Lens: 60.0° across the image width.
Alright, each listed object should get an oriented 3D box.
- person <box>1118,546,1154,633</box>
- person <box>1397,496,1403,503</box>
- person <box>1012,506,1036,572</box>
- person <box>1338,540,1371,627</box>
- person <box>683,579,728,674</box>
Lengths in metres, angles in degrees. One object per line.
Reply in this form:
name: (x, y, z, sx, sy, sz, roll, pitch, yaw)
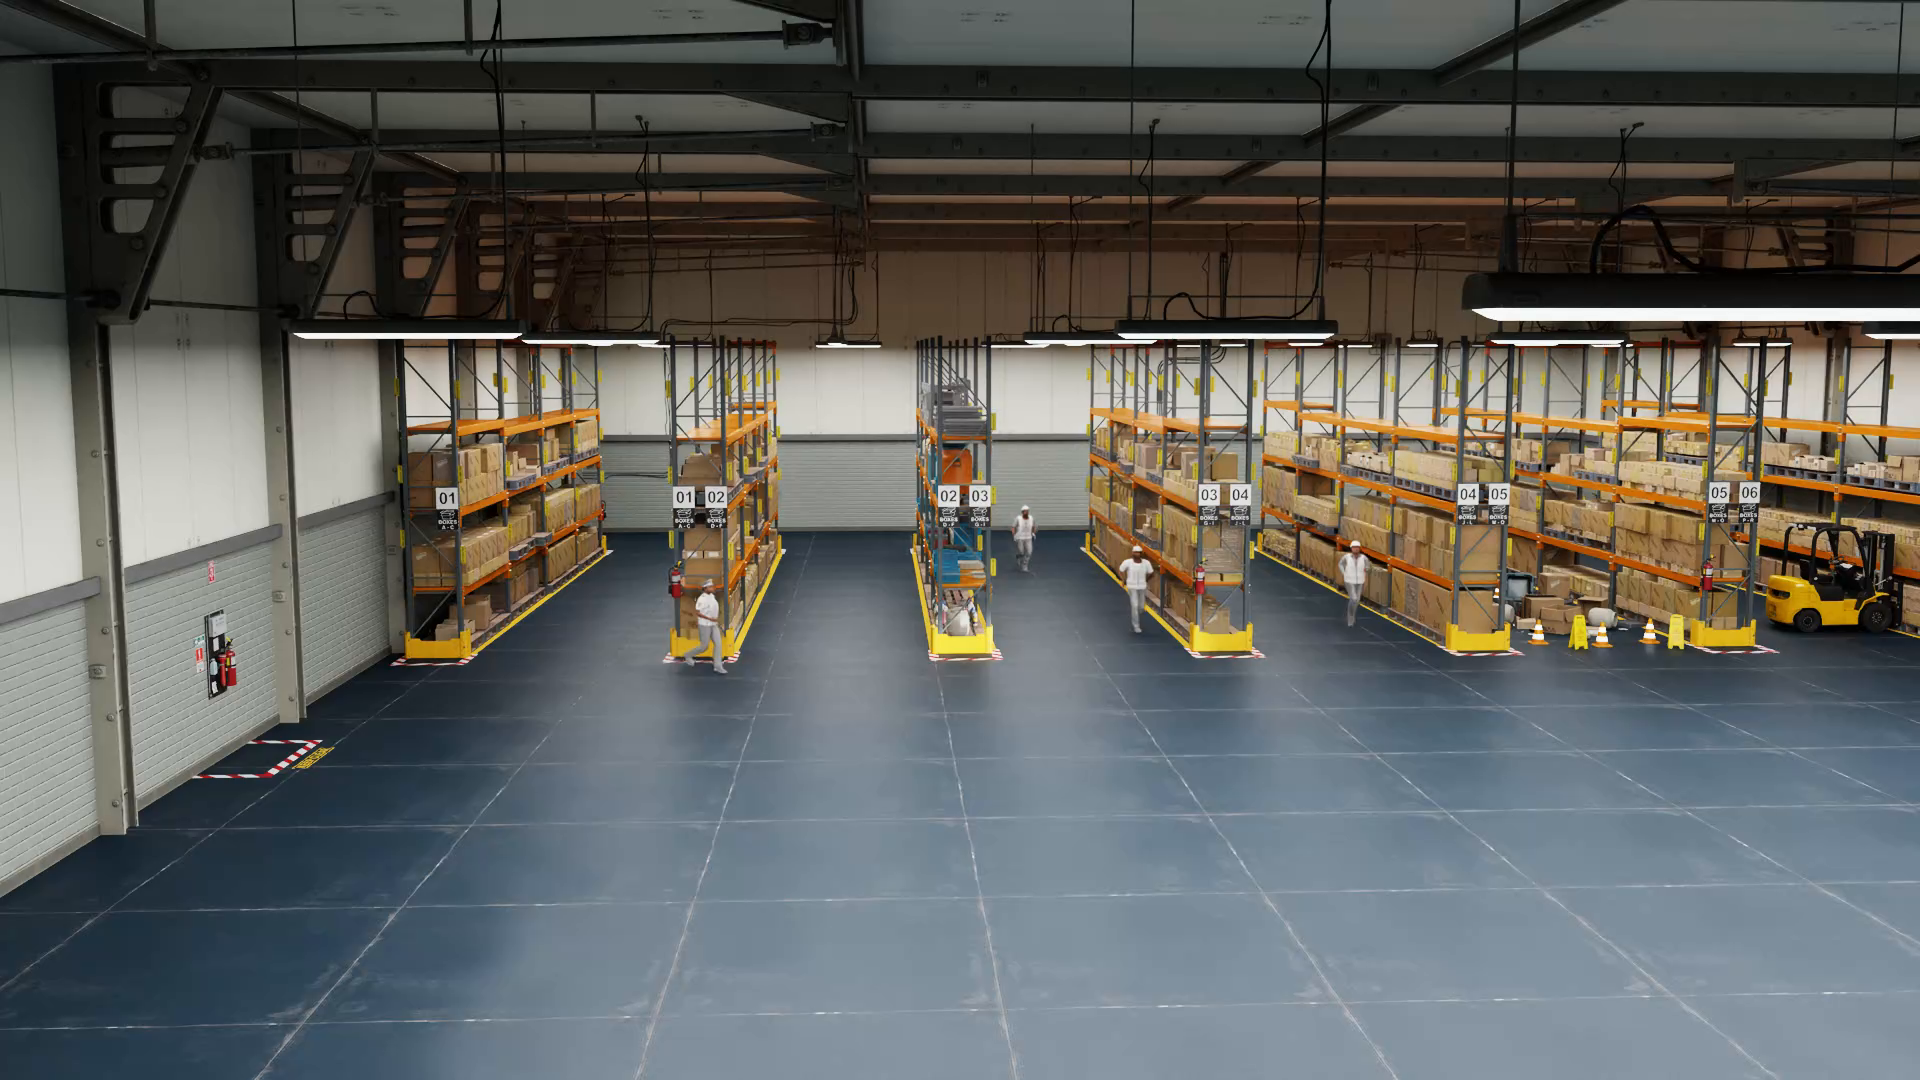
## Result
person: (3.621, 0.983, 34.023, 0.722, 1.757, 0.835, -1, 7, -9)
person: (12.982, -0.685, 49.440, 0.653, 1.666, 0.604, 0, 7, -3)
person: (1.667, -0.043, 43.271, 0.668, 1.728, 0.639, -2, 7, -14)
person: (8.264, 0.920, 34.740, 0.625, 1.838, 0.763, 0, 6, -3)
person: (-4.515, 1.527, 29.685, 0.904, 1.696, 0.606, 3, 7, 27)
